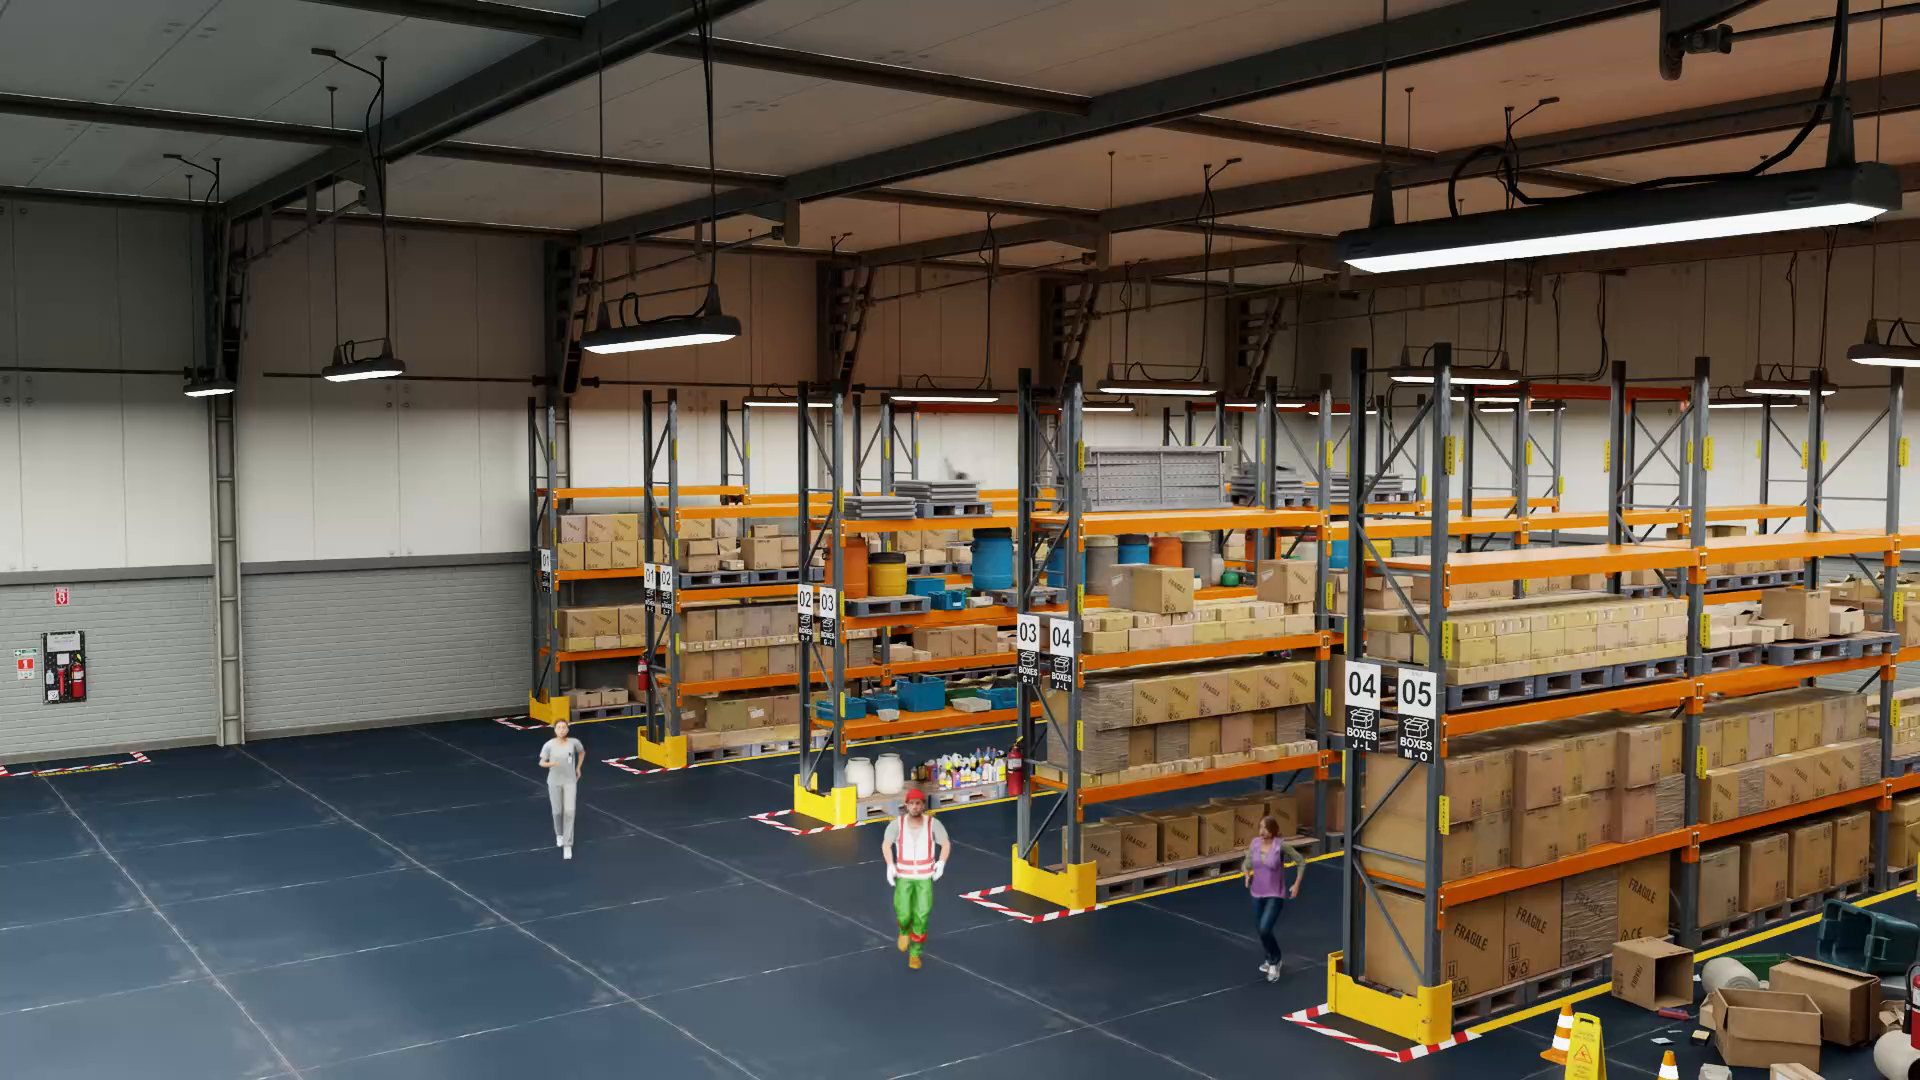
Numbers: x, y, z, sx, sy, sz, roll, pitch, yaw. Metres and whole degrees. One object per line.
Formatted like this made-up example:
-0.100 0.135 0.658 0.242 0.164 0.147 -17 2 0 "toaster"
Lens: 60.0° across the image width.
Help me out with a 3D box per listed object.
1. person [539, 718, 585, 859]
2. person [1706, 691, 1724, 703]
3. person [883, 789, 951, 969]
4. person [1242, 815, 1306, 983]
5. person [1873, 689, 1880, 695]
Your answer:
-4.977 3.068 20.809 0.559 1.677 0.881 -1 3 -13 "person"
10.626 2.927 23.595 0.676 1.695 0.546 -3 5 -42 "person"
-0.425 3.319 16.459 0.677 1.754 0.592 0 3 -2 "person"
2.961 3.434 15.913 0.570 1.611 0.651 3 4 39 "person"
13.161 2.954 23.725 0.820 1.657 0.598 -2 4 -24 "person"
